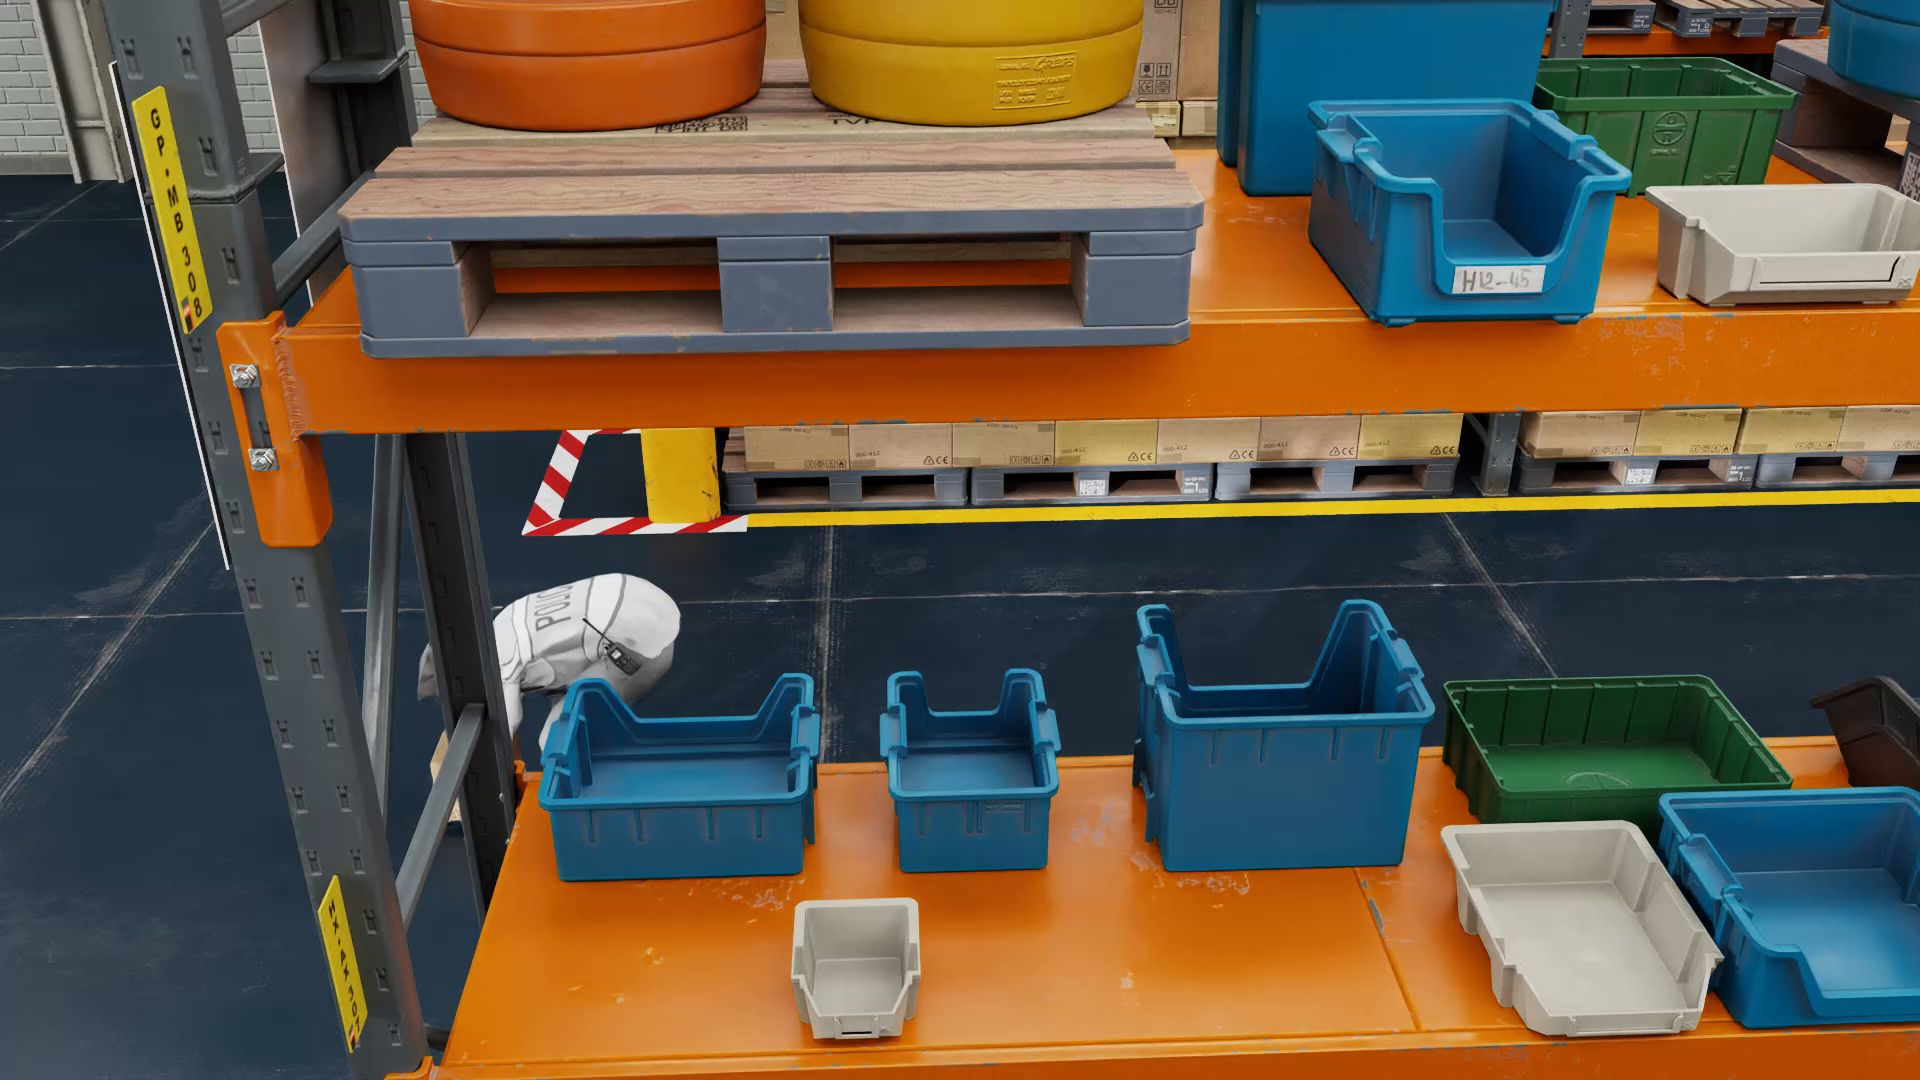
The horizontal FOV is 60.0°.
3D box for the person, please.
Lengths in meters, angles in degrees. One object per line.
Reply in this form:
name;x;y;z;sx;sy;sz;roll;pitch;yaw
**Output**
person;-1.411;0.587;5.802;0.907;0.922;0.456;-3;28;-5
